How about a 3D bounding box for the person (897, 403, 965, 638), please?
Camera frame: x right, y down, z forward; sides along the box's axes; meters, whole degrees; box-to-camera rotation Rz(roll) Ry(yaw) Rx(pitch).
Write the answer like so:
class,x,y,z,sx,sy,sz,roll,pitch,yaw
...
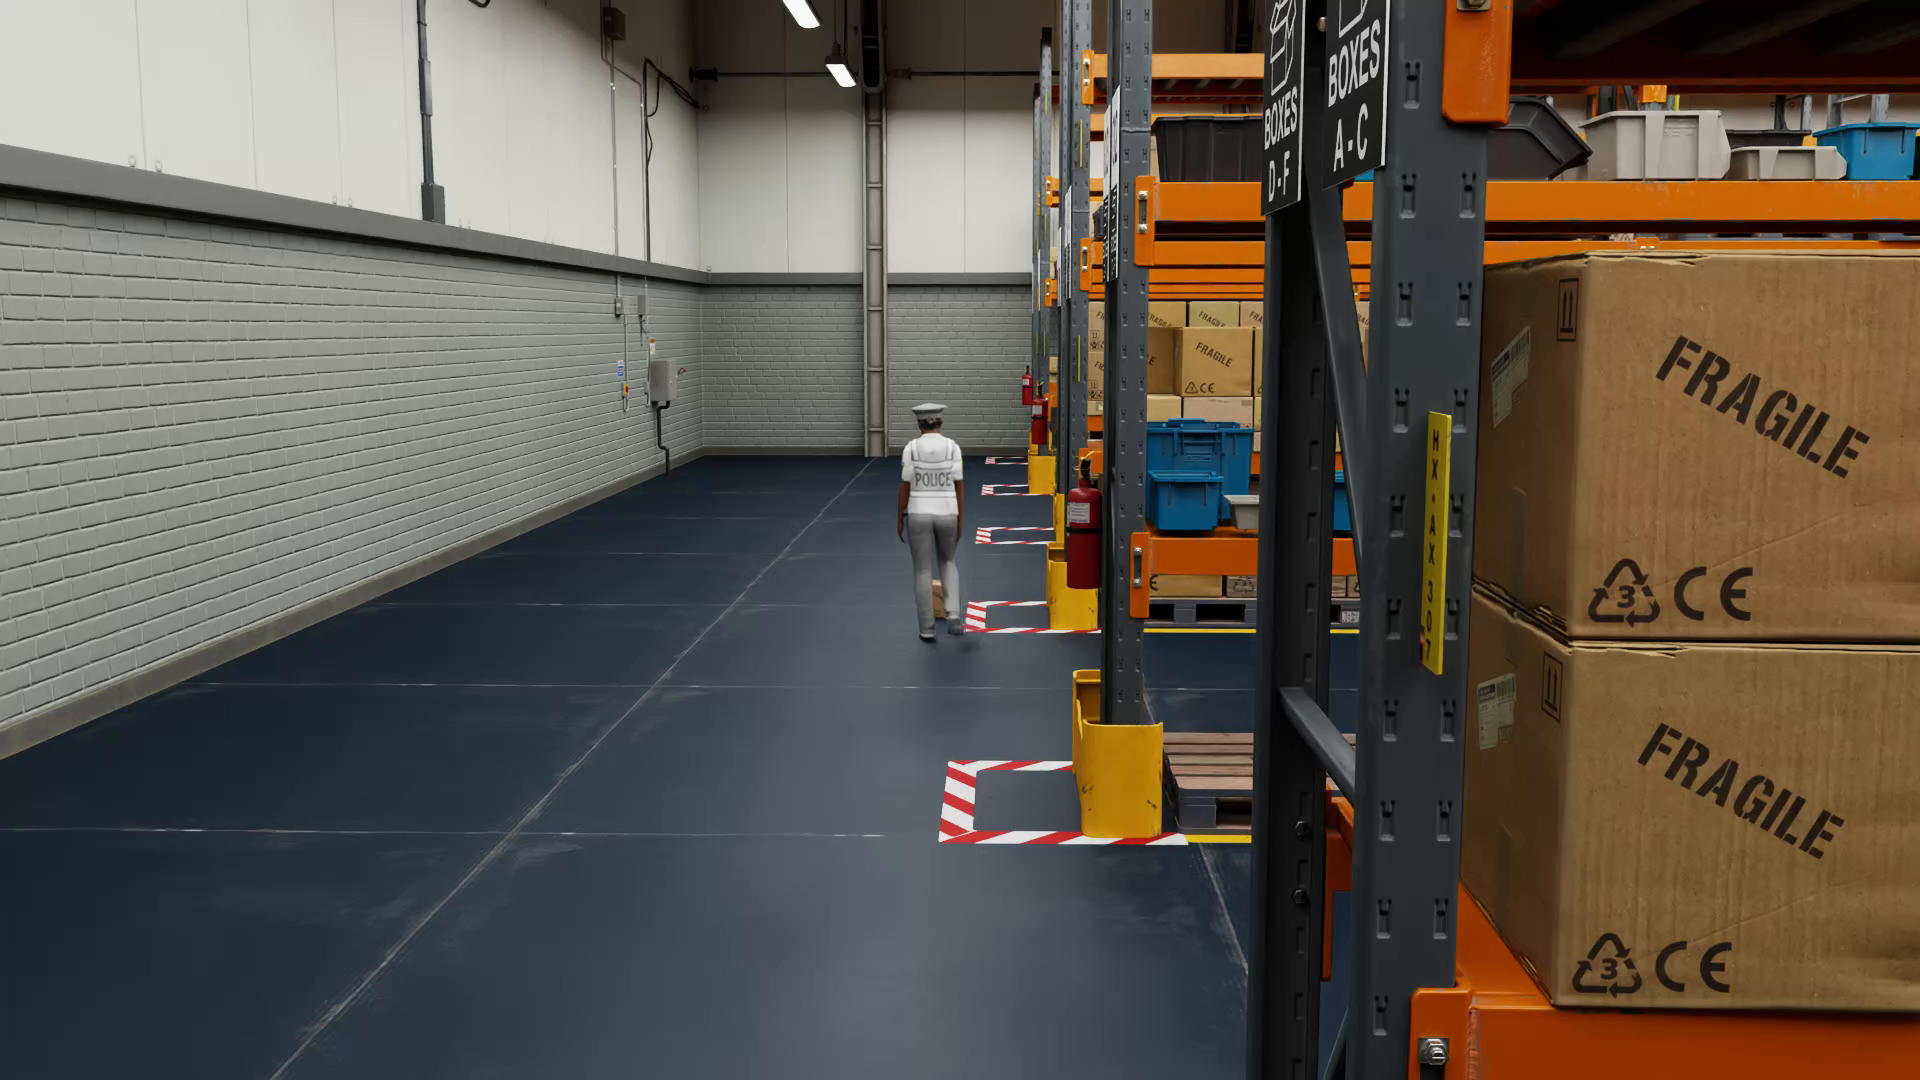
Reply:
class,x,y,z,sx,sy,sz,roll,pitch,yaw
person,-0.208,-0.129,11.768,0.473,1.677,0.430,-1,7,-9
